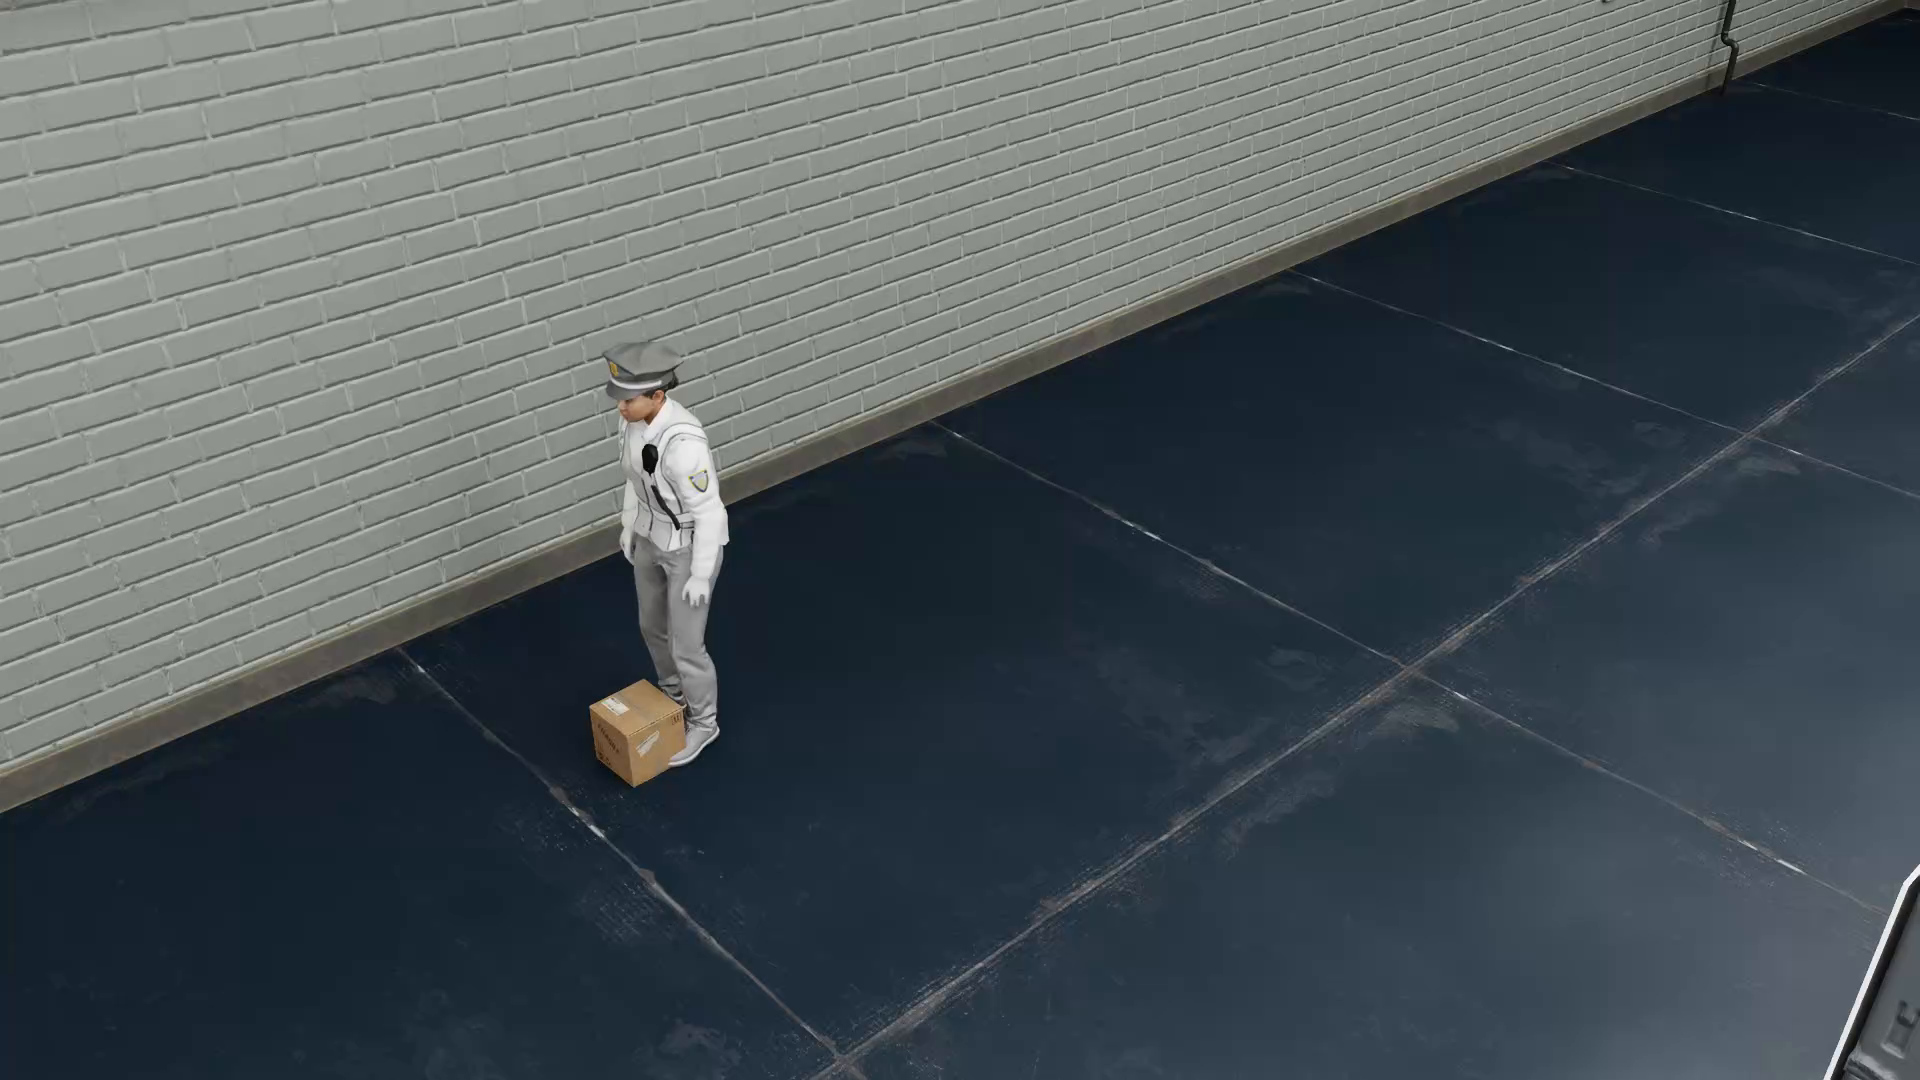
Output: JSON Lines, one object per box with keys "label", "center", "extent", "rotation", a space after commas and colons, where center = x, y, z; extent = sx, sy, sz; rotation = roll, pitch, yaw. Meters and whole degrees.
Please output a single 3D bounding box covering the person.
{"label": "person", "center": [-1.060, 0.045, 6.059], "extent": [0.403, 1.664, 0.529], "rotation": [-26, 40, -35]}
